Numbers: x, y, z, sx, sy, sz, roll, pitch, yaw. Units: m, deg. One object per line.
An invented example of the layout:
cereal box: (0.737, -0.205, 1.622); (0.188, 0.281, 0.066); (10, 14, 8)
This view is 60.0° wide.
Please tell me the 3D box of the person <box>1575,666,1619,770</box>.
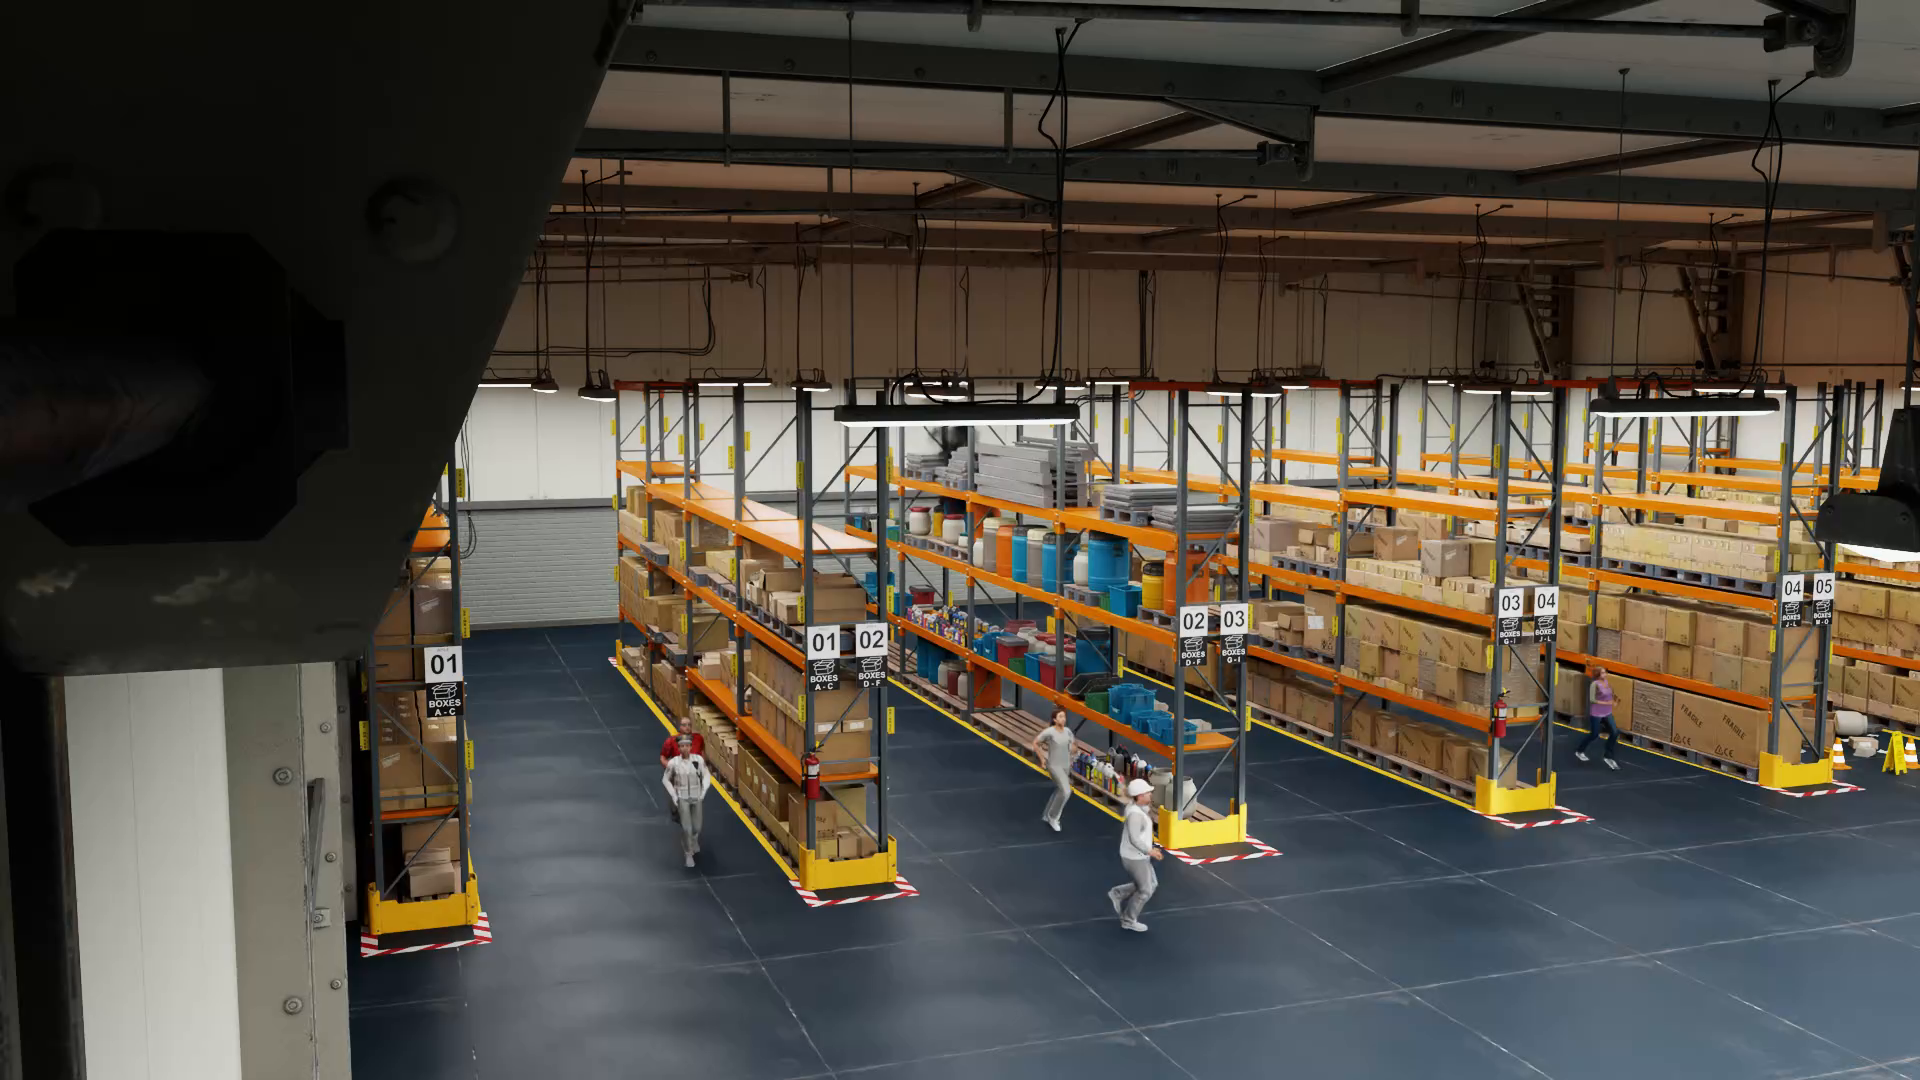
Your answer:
person: (10.072, 2.779, 26.219); (0.541, 1.625, 0.732); (-3, 7, -29)

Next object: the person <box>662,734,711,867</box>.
person: (-3.475, 3.278, 21.181); (0.615, 1.677, 0.586); (-2, 6, -19)

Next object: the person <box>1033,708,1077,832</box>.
person: (1.343, 3.123, 22.598); (0.535, 1.650, 0.685); (-5, 8, -40)

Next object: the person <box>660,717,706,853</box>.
person: (-3.645, 3.189, 22.010); (0.639, 1.727, 1.057); (-2, 6, -17)

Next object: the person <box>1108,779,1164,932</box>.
person: (1.970, 3.518, 18.620); (0.619, 1.723, 0.647); (1, 6, 6)
